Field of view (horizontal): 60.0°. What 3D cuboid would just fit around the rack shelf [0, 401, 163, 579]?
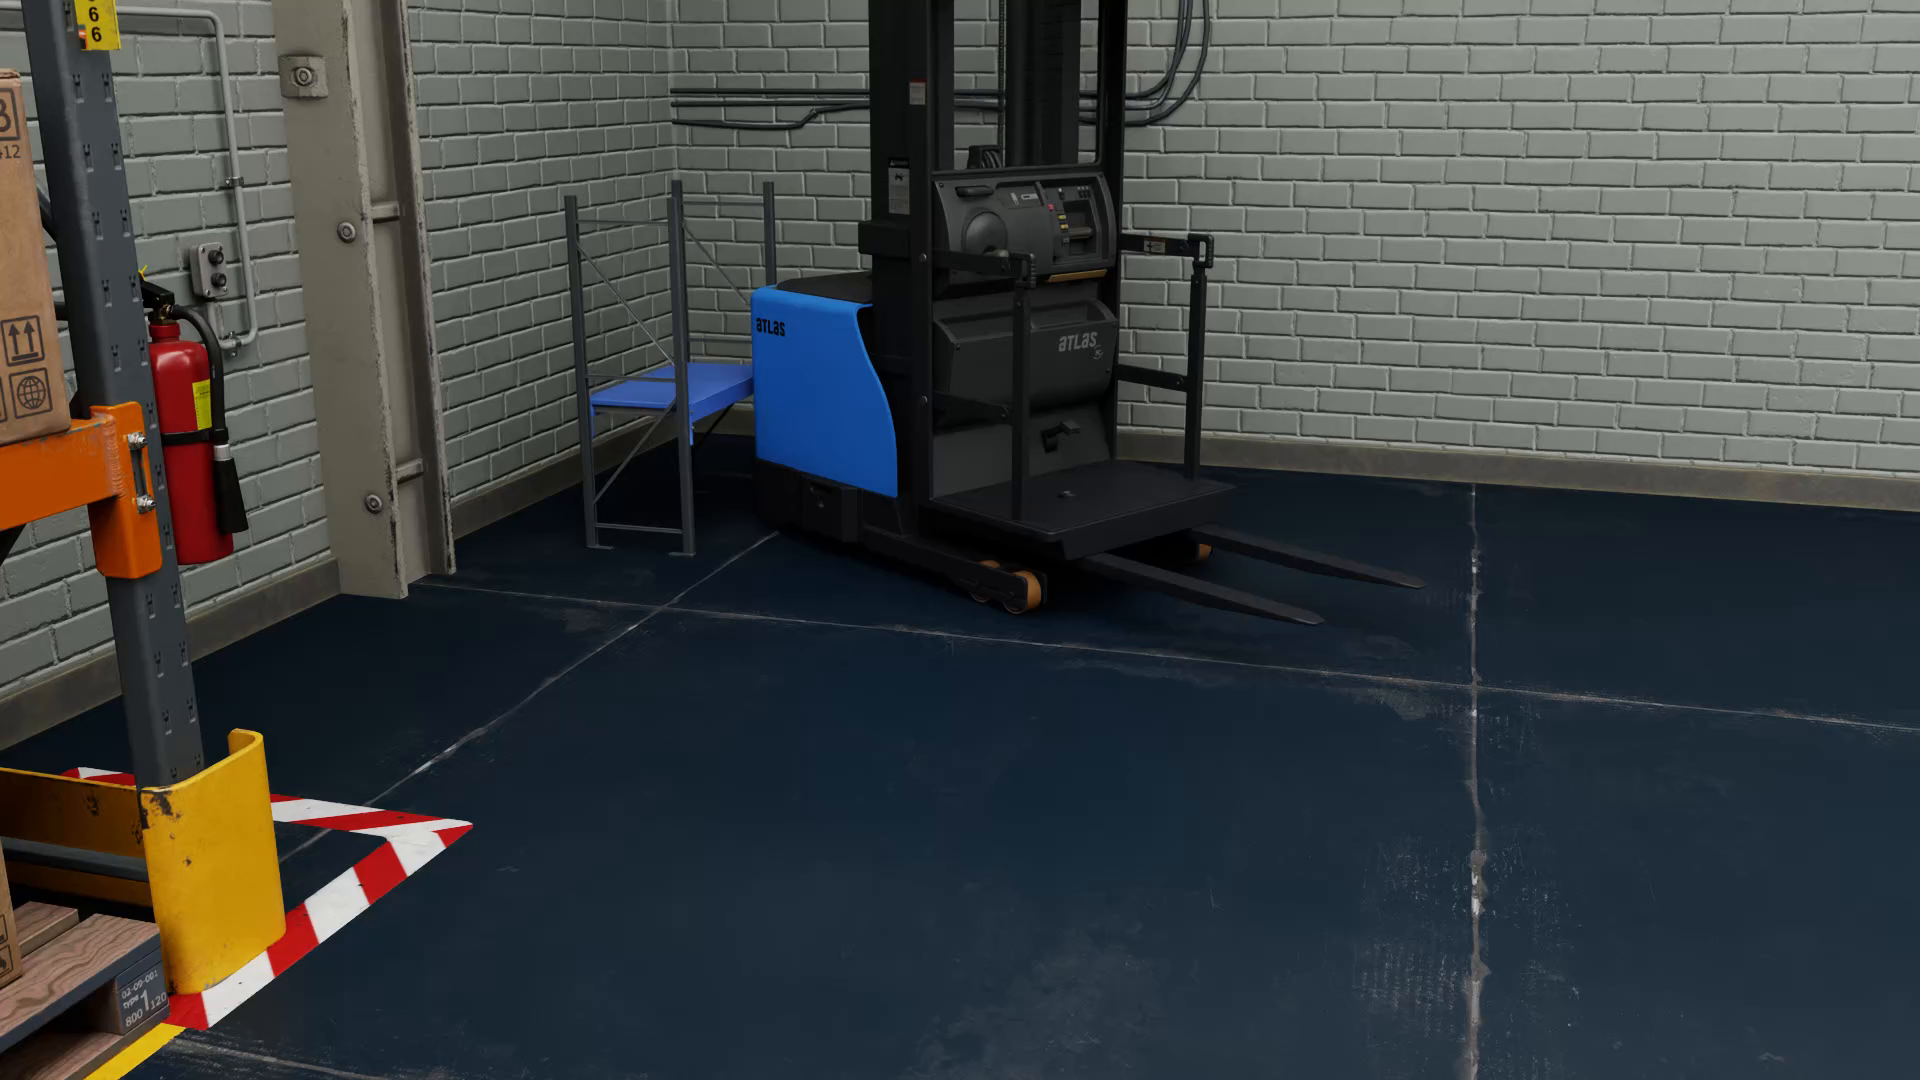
[{"bbox_3d":[-2.789,0.368,1.854,1.077,0.370,4.000,5,16,16],"label":"rack shelf"}]

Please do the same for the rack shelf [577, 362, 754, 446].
[{"bbox_3d":[-1.236,-0.632,7.467,0.538,0.185,1.000,4,16,15],"label":"rack shelf"}]

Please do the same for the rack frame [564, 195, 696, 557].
[{"bbox_3d":[-1.373,-0.671,6.947,0.500,1.500,0.032,4,16,15],"label":"rack frame"}]

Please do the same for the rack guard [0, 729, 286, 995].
[{"bbox_3d":[-2.214,0.695,3.964,1.175,0.500,0.348,5,16,16],"label":"rack guard"}]

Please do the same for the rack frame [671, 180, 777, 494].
[{"bbox_3d":[-1.099,-0.939,7.889,0.500,1.500,0.032,4,16,15],"label":"rack frame"}]

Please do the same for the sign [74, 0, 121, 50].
[{"bbox_3d":[-1.704,-1.127,3.249,0.100,0.325,0.005,5,16,16],"label":"sign"}]

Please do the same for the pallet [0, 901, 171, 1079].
[{"bbox_3d":[-2.373,1.055,3.223,1.003,0.211,1.213,5,16,16],"label":"pallet"}]

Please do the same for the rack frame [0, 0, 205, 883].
[{"bbox_3d":[-2.221,-0.502,3.601,1.000,3.000,0.127,5,16,16],"label":"rack frame"}]

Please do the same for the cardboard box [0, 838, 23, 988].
[{"bbox_3d":[-2.324,0.690,3.212,0.700,0.500,0.500,5,16,16],"label":"cardboard box"}]

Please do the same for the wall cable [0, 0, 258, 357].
[{"bbox_3d":[-2.764,-1.399,4.902,0.084,1.984,1.851,5,16,16],"label":"wall cable"}]

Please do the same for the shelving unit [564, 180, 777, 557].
[{"bbox_3d":[-1.236,-0.805,7.418,0.538,1.500,1.048,4,16,15],"label":"shelving unit"}]

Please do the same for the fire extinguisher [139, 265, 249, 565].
[{"bbox_3d":[-1.735,-0.289,3.675,0.296,0.674,0.183,5,16,16],"label":"fire extinguisher"}]

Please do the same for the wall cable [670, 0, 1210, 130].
[{"bbox_3d":[-0.271,-3.346,8.325,3.097,2.526,0.112,5,16,16],"label":"wall cable"}]

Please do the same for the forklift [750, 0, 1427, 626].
[{"bbox_3d":[0.416,-1.284,6.483,1.130,2.935,3.031,-14,21,-40],"label":"forklift"}]

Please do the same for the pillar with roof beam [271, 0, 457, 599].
[{"bbox_3d":[1.845,-3.827,4.332,9.100,9.000,0.400,5,16,16],"label":"pillar with roof beam"}]

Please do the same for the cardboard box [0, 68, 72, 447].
[{"bbox_3d":[-2.356,-0.512,3.087,0.980,0.700,0.700,5,17,18],"label":"cardboard box"}]
